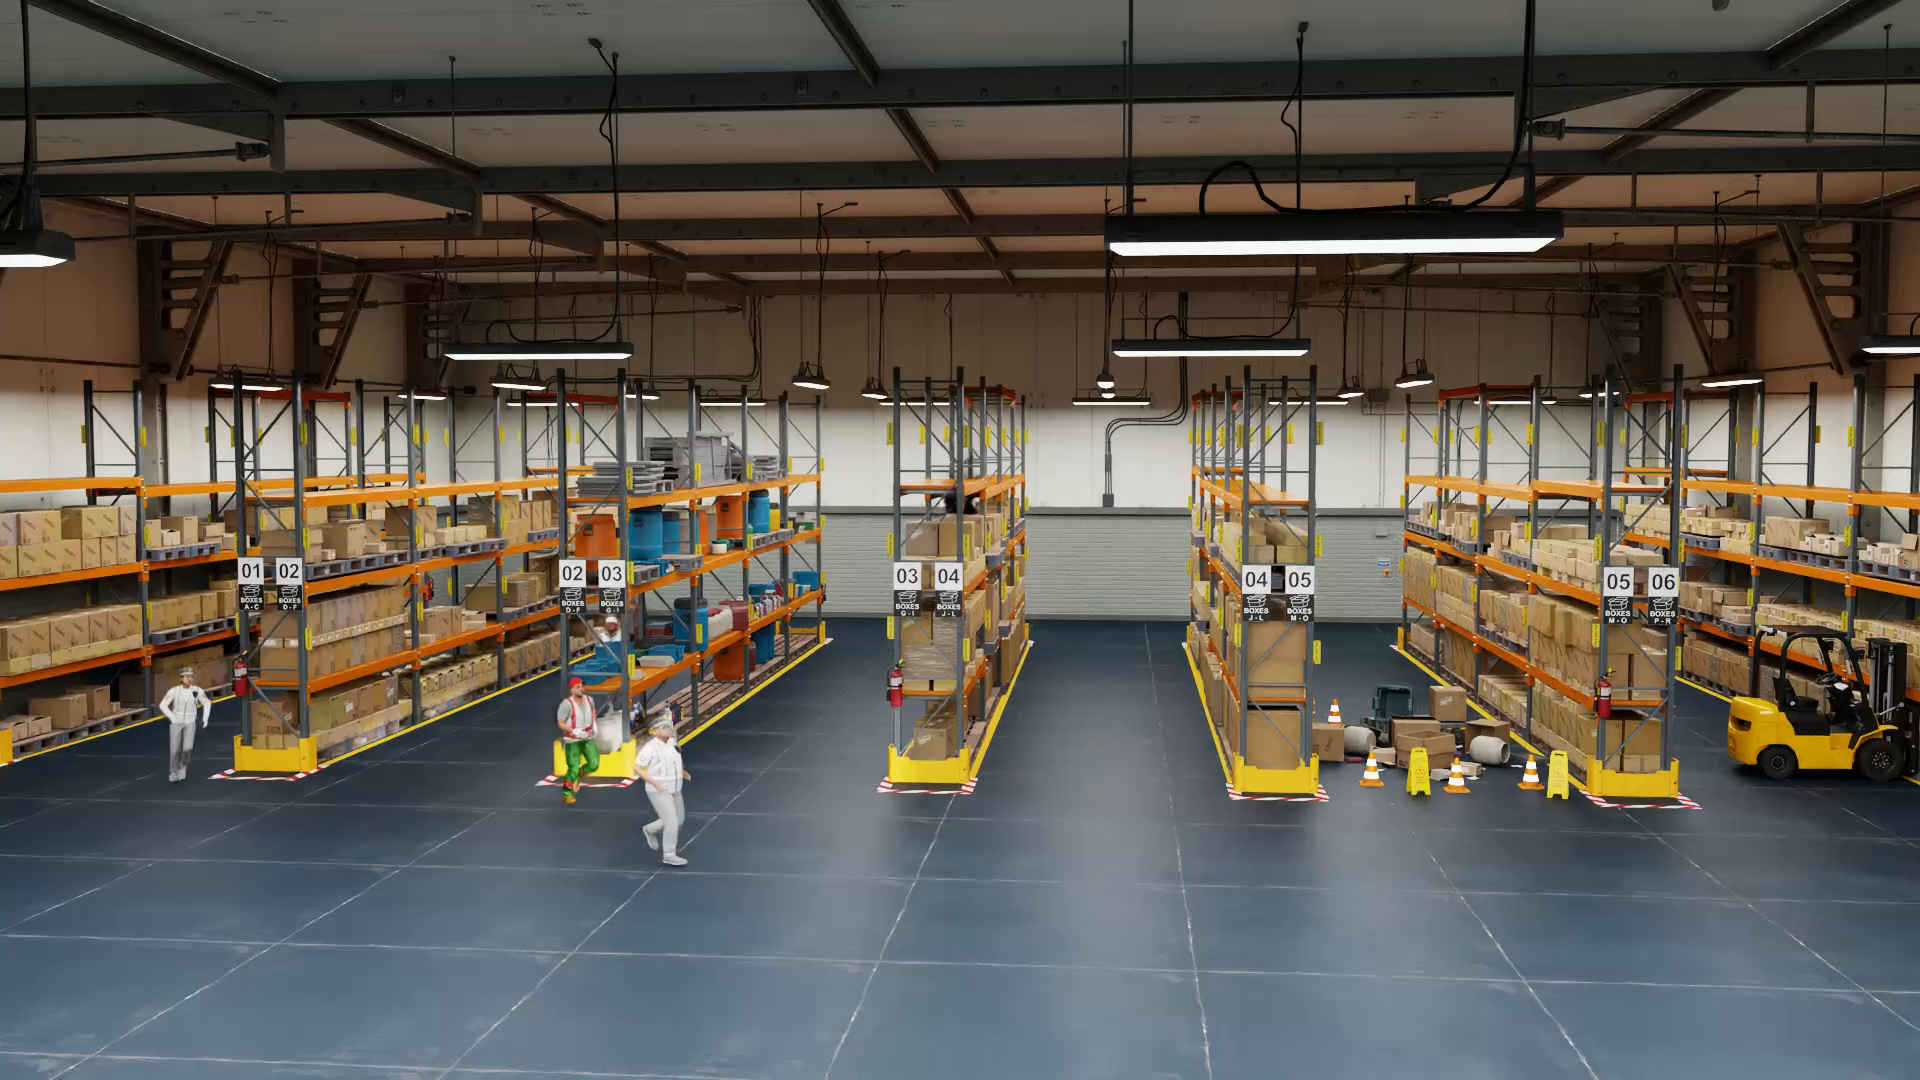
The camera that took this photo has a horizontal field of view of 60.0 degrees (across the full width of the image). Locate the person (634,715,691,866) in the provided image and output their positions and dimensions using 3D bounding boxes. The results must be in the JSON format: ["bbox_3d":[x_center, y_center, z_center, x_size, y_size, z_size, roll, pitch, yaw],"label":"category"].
[{"bbox_3d":[-3.505,2.918,19.540,0.761,1.734,0.670,2,4,31],"label":"person"}]

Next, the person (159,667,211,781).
[{"bbox_3d":[-11.244,2.673,24.152,0.688,1.651,0.541,-2,4,-26],"label":"person"}]

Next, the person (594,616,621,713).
[{"bbox_3d":[-6.347,2.262,30.333,0.663,1.750,0.756,0,4,-3],"label":"person"}]

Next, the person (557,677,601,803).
[{"bbox_3d":[-5.143,2.723,22.613,0.697,1.735,0.688,-3,5,-44],"label":"person"}]

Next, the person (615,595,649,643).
[{"bbox_3d":[-6.952,1.947,35.186,0.716,1.736,0.833,0,4,-5],"label":"person"}]
